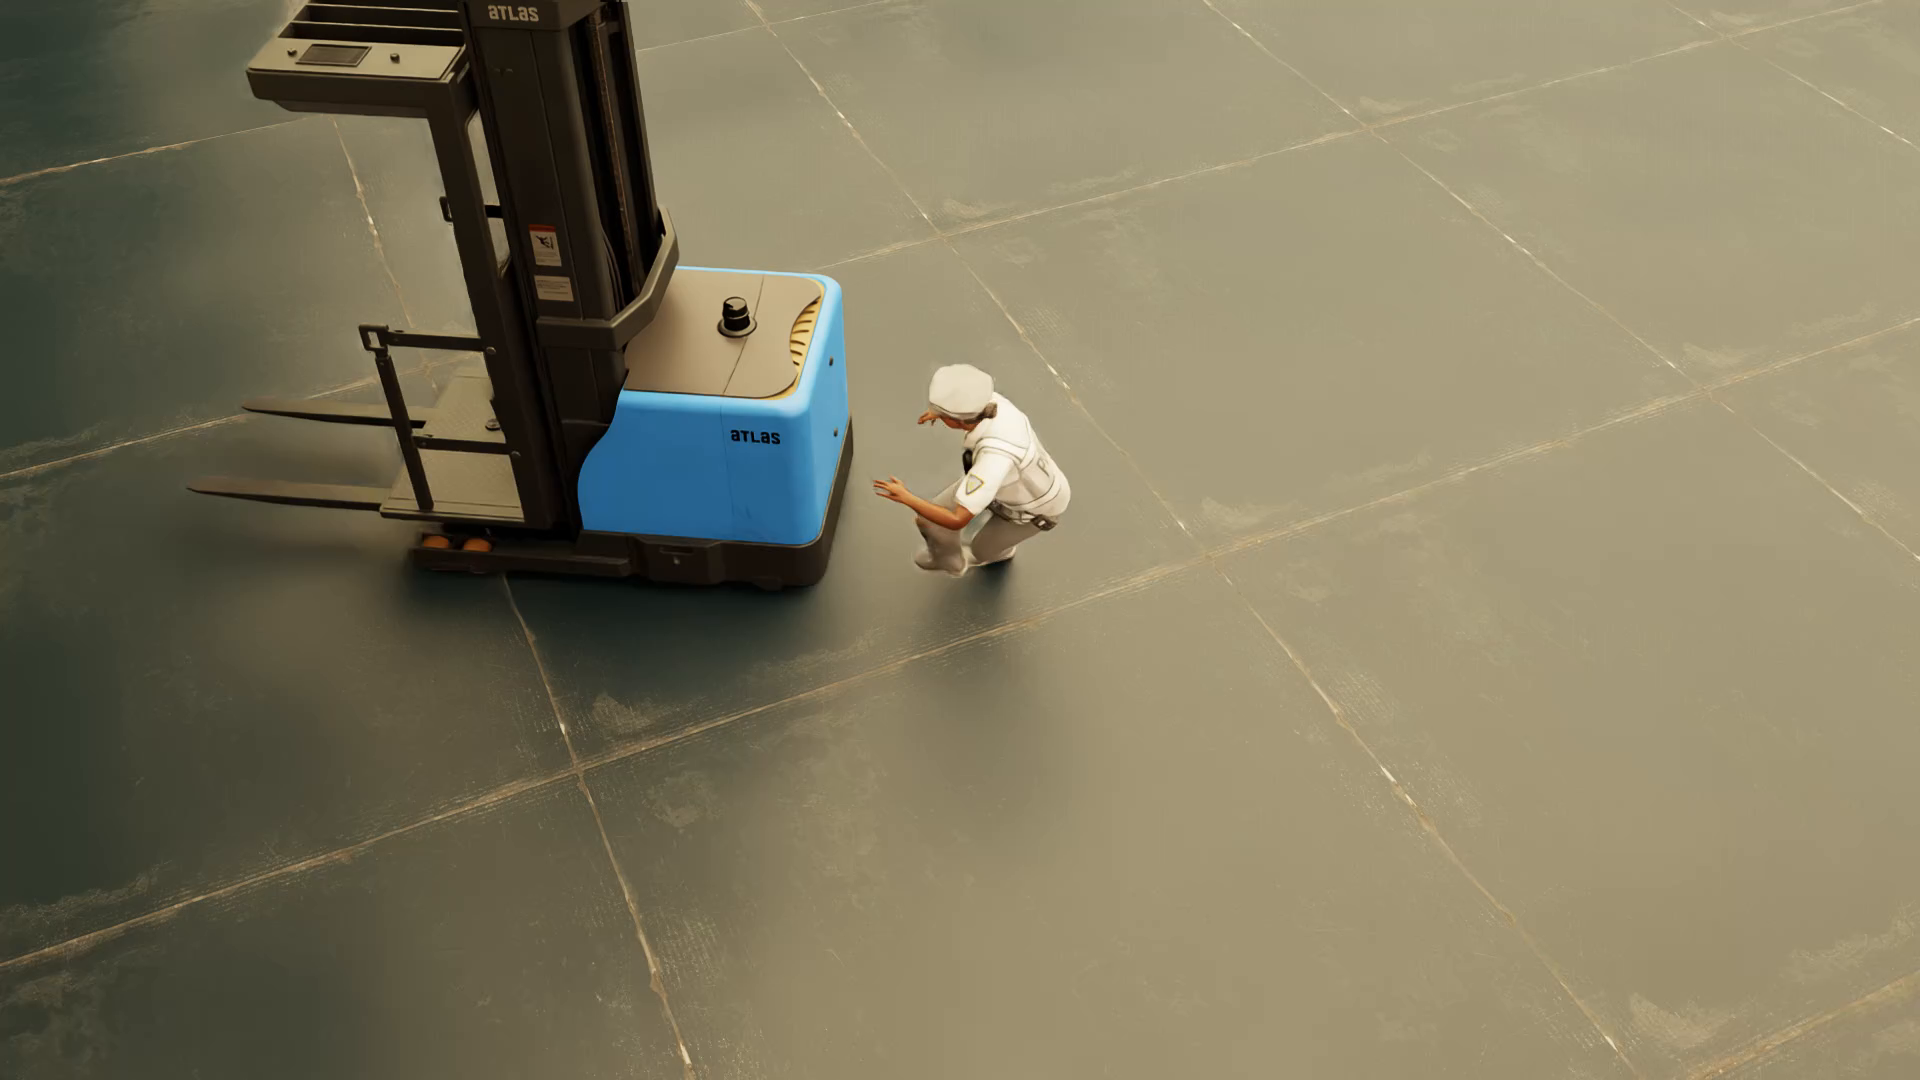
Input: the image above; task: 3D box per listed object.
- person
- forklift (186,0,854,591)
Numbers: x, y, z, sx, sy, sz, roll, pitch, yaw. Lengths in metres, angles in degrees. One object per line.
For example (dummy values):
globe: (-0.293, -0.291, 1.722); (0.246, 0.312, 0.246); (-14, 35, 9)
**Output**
person: (0.003, -0.195, 7.004); (0.848, 1.432, 0.899); (-16, 45, -16)
forklift: (-2.075, -1.270, 7.041); (3.031, 2.935, 1.130); (4, 43, 4)
